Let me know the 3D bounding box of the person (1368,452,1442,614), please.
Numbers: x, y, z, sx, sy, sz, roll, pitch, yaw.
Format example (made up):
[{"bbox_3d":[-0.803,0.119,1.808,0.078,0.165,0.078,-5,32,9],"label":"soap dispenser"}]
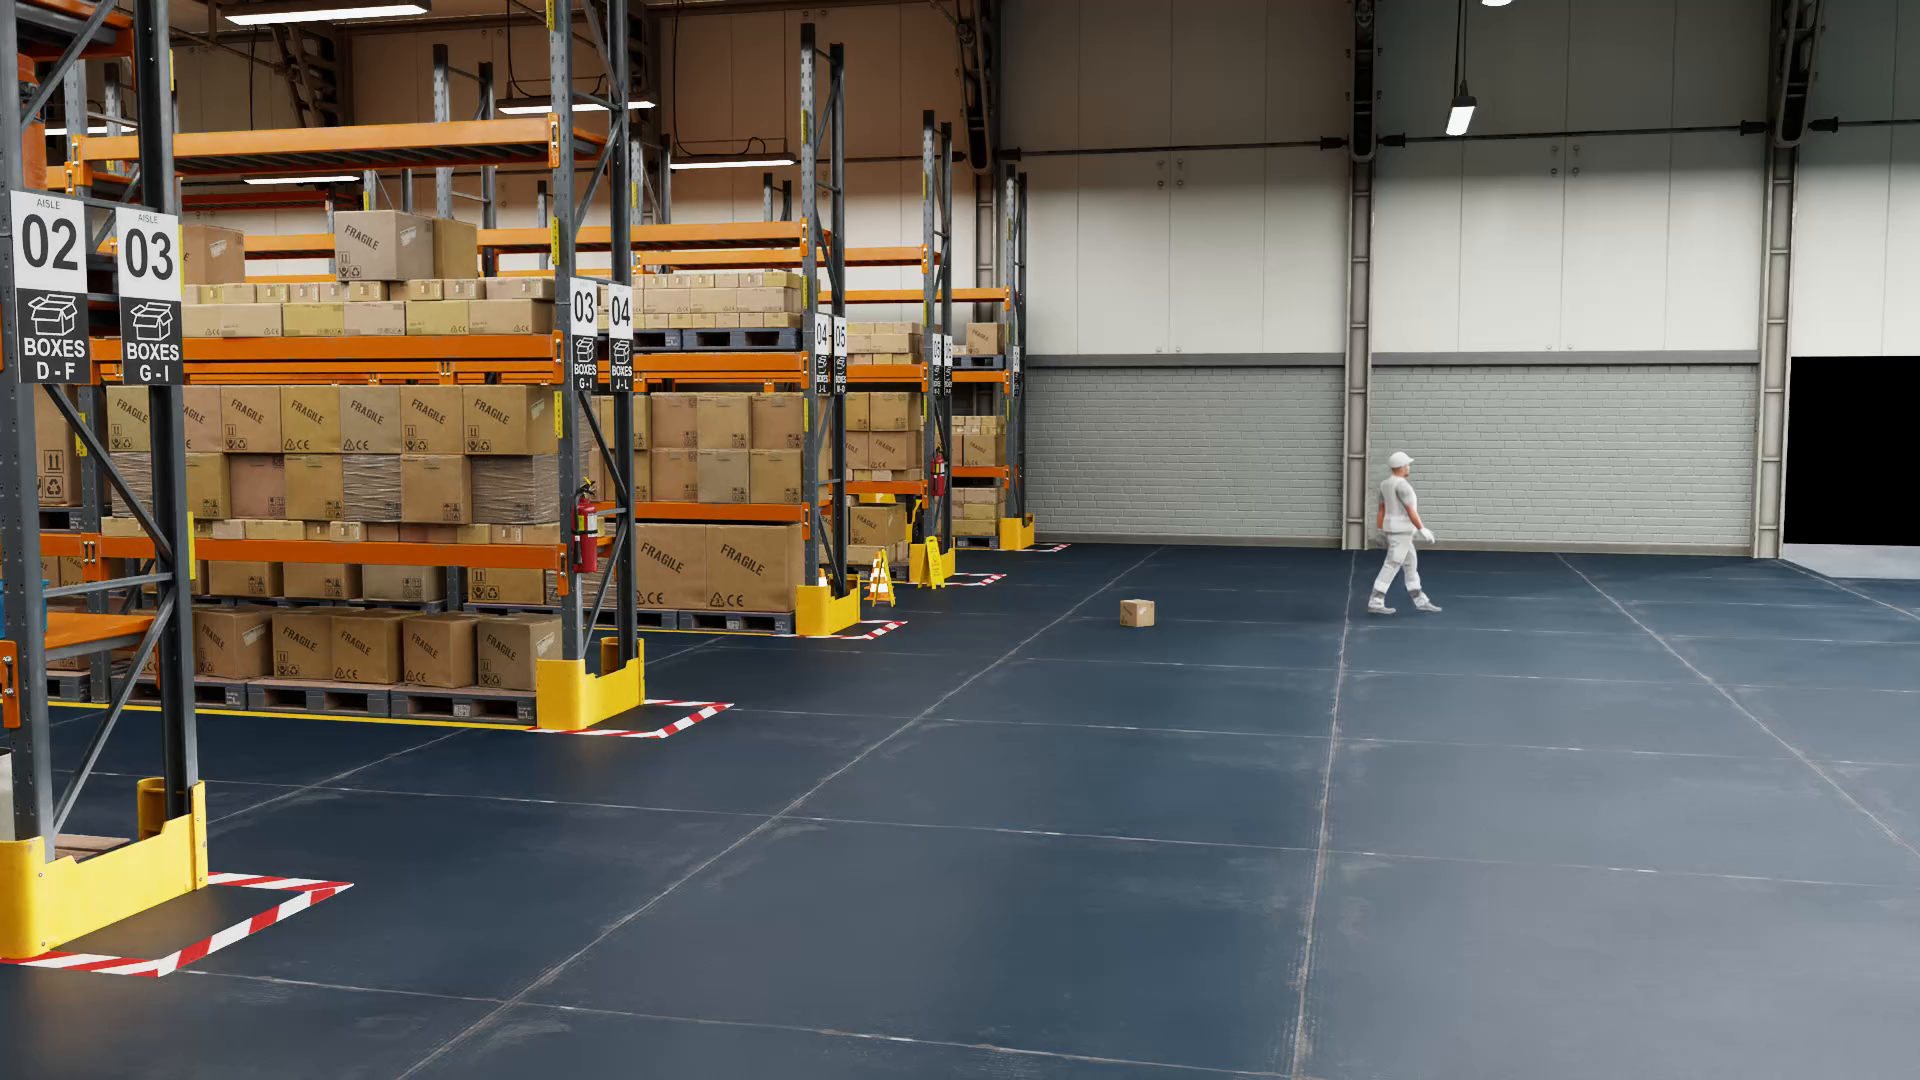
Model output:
[{"bbox_3d":[4.855,-0.073,17.974,0.902,1.758,0.550,-1,5,-7],"label":"person"}]
